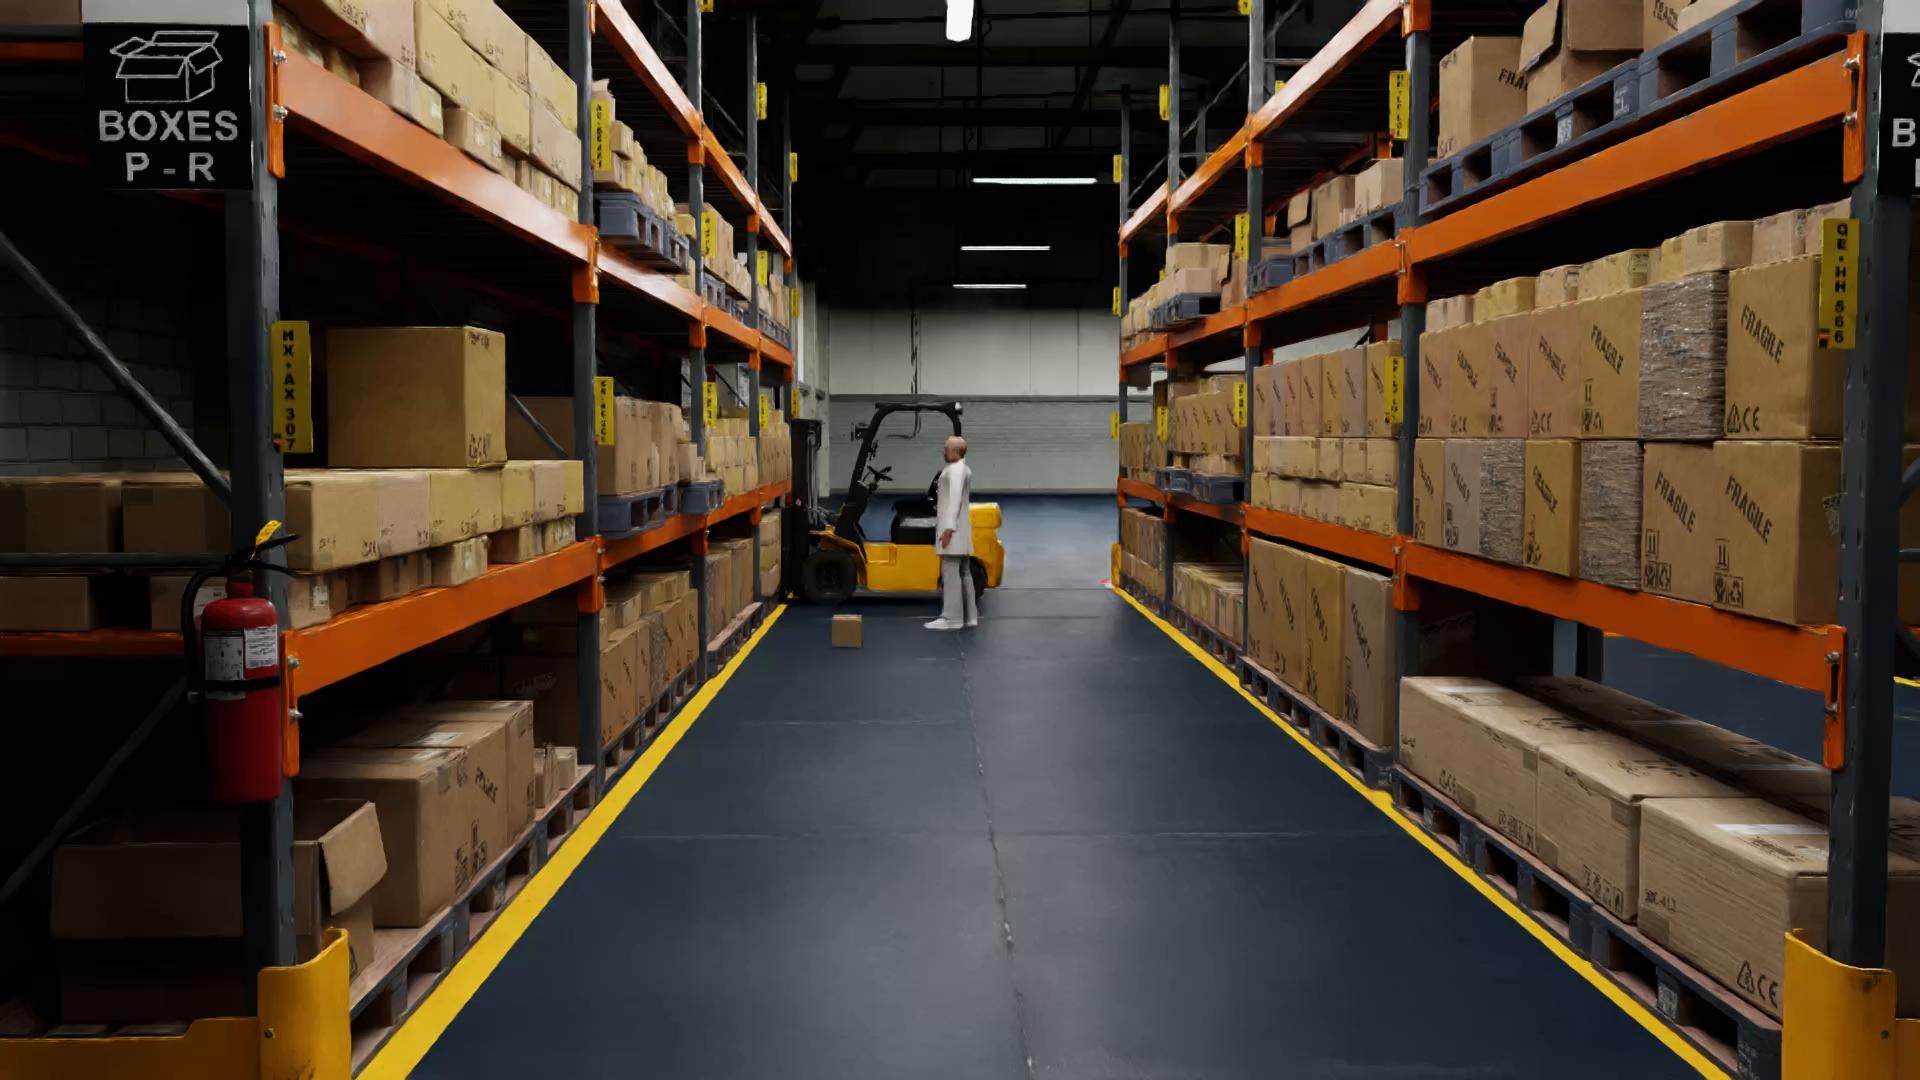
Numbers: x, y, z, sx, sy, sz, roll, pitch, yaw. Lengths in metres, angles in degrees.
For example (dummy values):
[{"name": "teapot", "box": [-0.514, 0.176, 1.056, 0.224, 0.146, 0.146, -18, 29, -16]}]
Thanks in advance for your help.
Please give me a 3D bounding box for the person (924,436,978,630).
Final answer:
[{"name": "person", "box": [-0.064, -0.075, 15.429, 0.428, 1.784, 0.717, 1, 4, 13]}]
